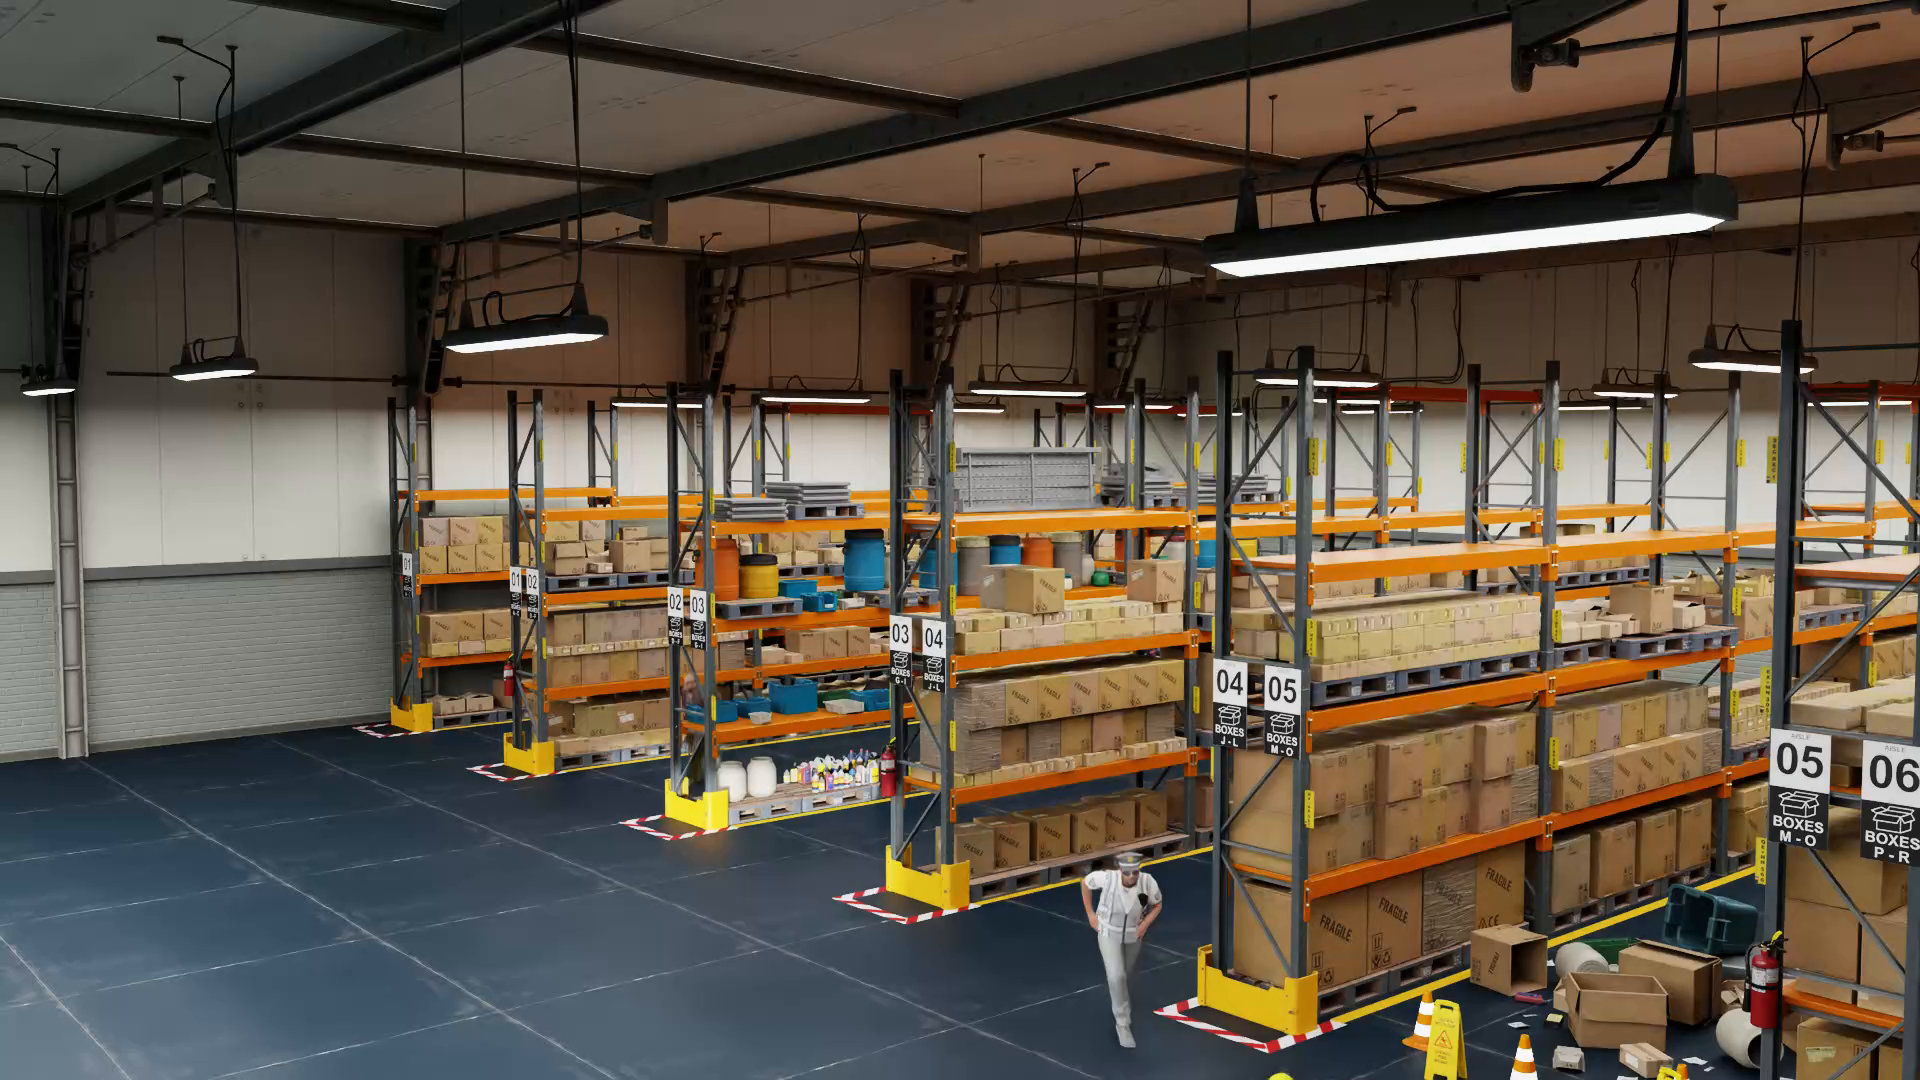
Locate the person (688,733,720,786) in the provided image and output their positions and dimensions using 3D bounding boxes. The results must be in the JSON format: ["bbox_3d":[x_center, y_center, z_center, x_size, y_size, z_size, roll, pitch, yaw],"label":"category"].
[{"bbox_3d":[-3.908,3.184,25.334,0.371,1.066,0.827,1,4,24],"label":"person"}]

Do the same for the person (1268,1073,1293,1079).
[{"bbox_3d":[1.818,3.409,9.311,0.698,0.928,0.585,1,3,12],"label":"person"}]

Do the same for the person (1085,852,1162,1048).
[{"bbox_3d":[1.415,3.506,14.642,0.668,1.719,1.015,0,3,-3],"label":"person"}]
